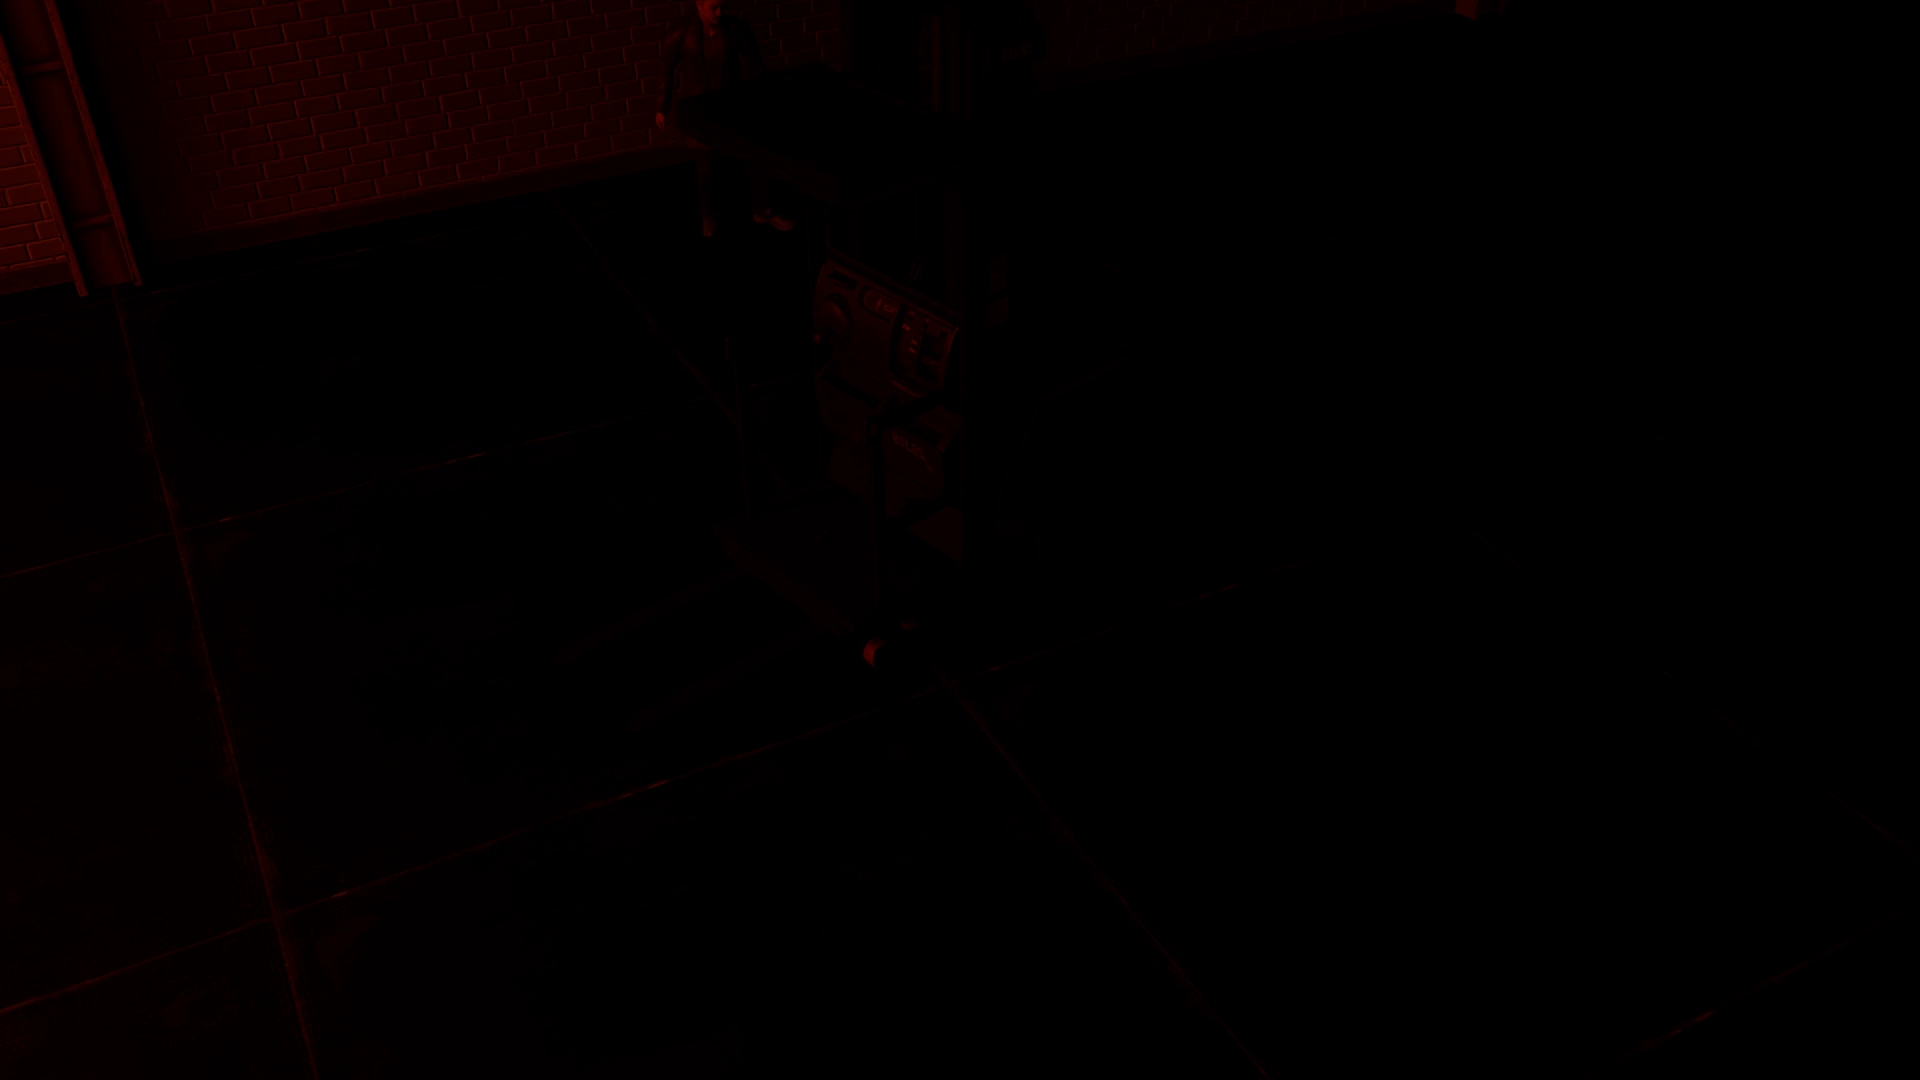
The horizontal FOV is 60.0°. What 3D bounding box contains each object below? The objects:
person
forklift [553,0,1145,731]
[{"bbox_3d":[-1.627,-2.925,11.292,0.889,1.749,0.425,-11,37,-15],"label":"person"},{"bbox_3d":[-0.500,-0.928,7.436,3.031,2.935,1.130,-28,44,-33],"label":"forklift"}]
